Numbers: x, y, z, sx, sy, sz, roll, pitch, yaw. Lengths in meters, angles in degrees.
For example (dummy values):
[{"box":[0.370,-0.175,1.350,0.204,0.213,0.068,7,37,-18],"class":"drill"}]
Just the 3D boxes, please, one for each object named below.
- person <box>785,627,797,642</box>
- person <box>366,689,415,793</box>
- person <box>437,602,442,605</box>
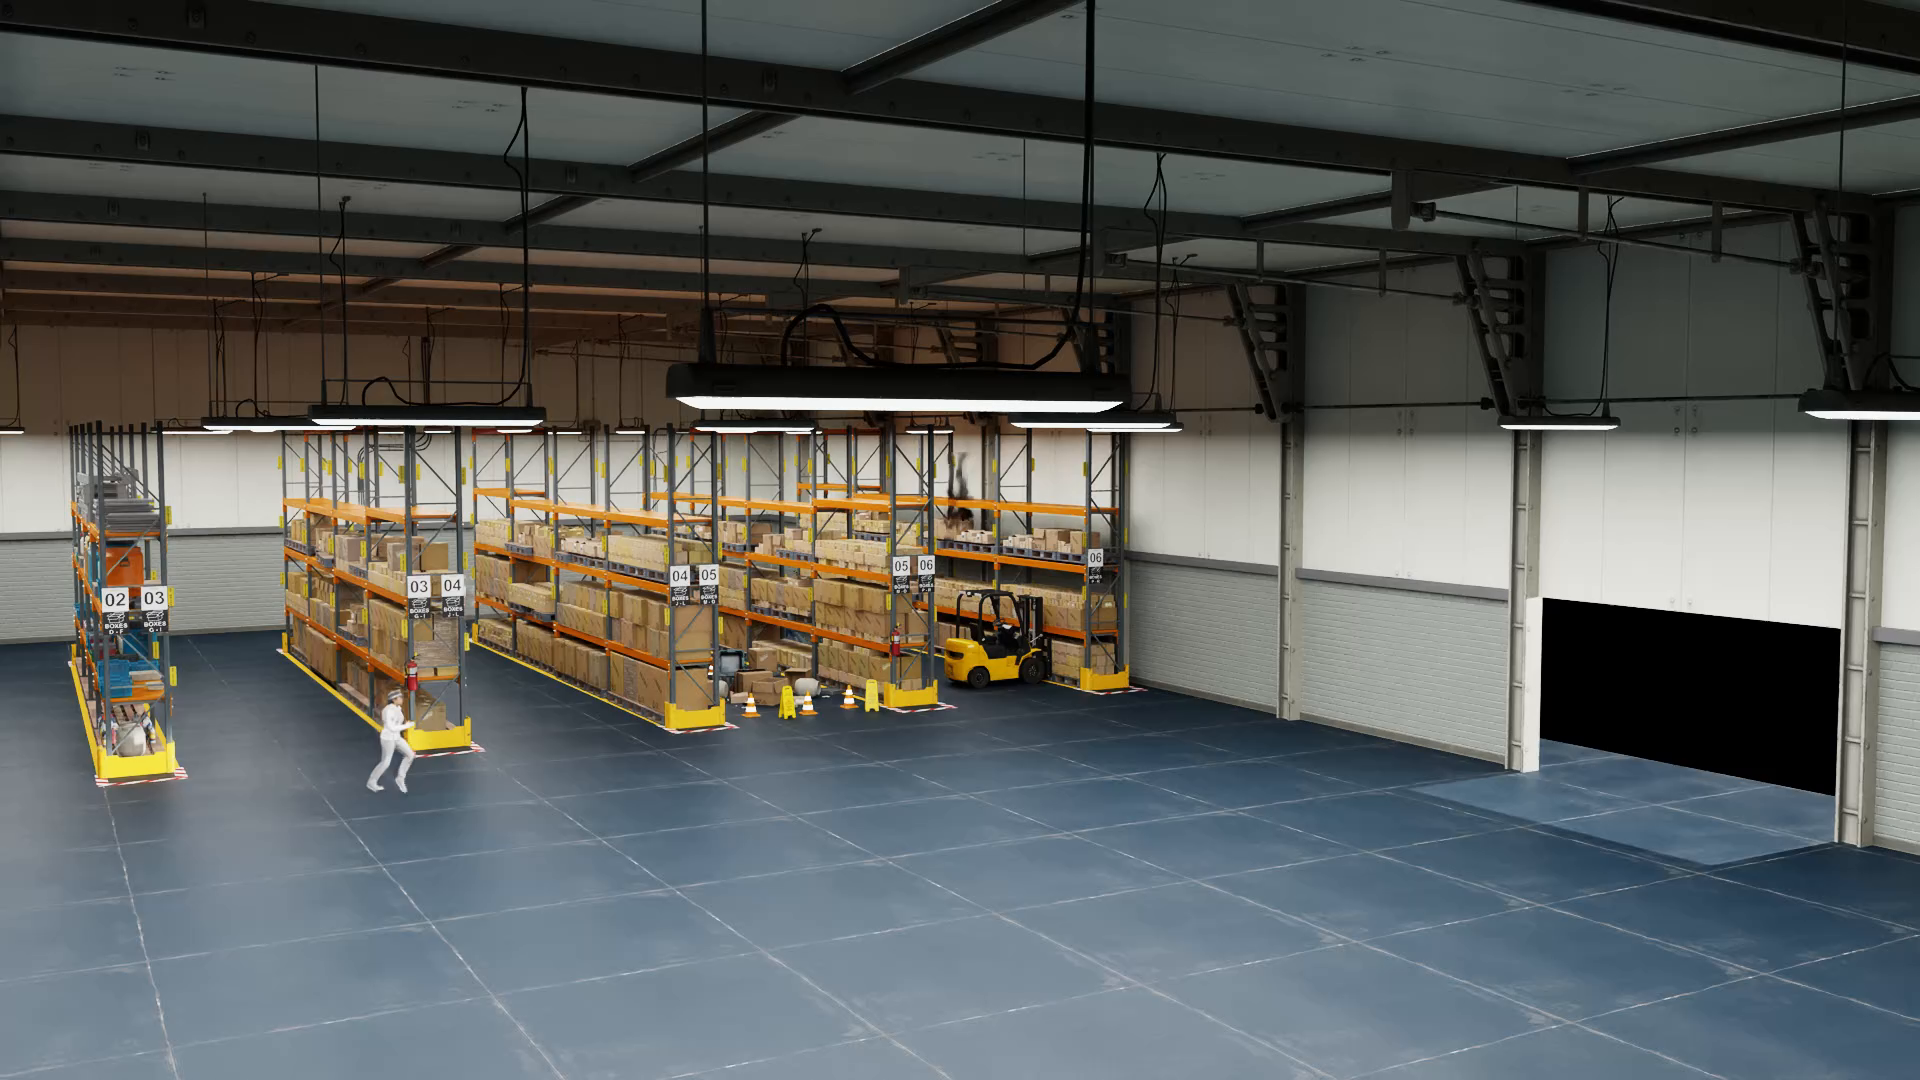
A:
[{"box":[-4.629,2.164,44.999,0.538,1.584,1.001,-2,4,-31],"class":"person"},{"box":[-9.140,3.231,26.697,0.803,1.698,0.639,0,4,-3],"class":"person"},{"box":[-14.442,1.944,46.876,0.738,1.821,0.806,1,4,9],"class":"person"}]
